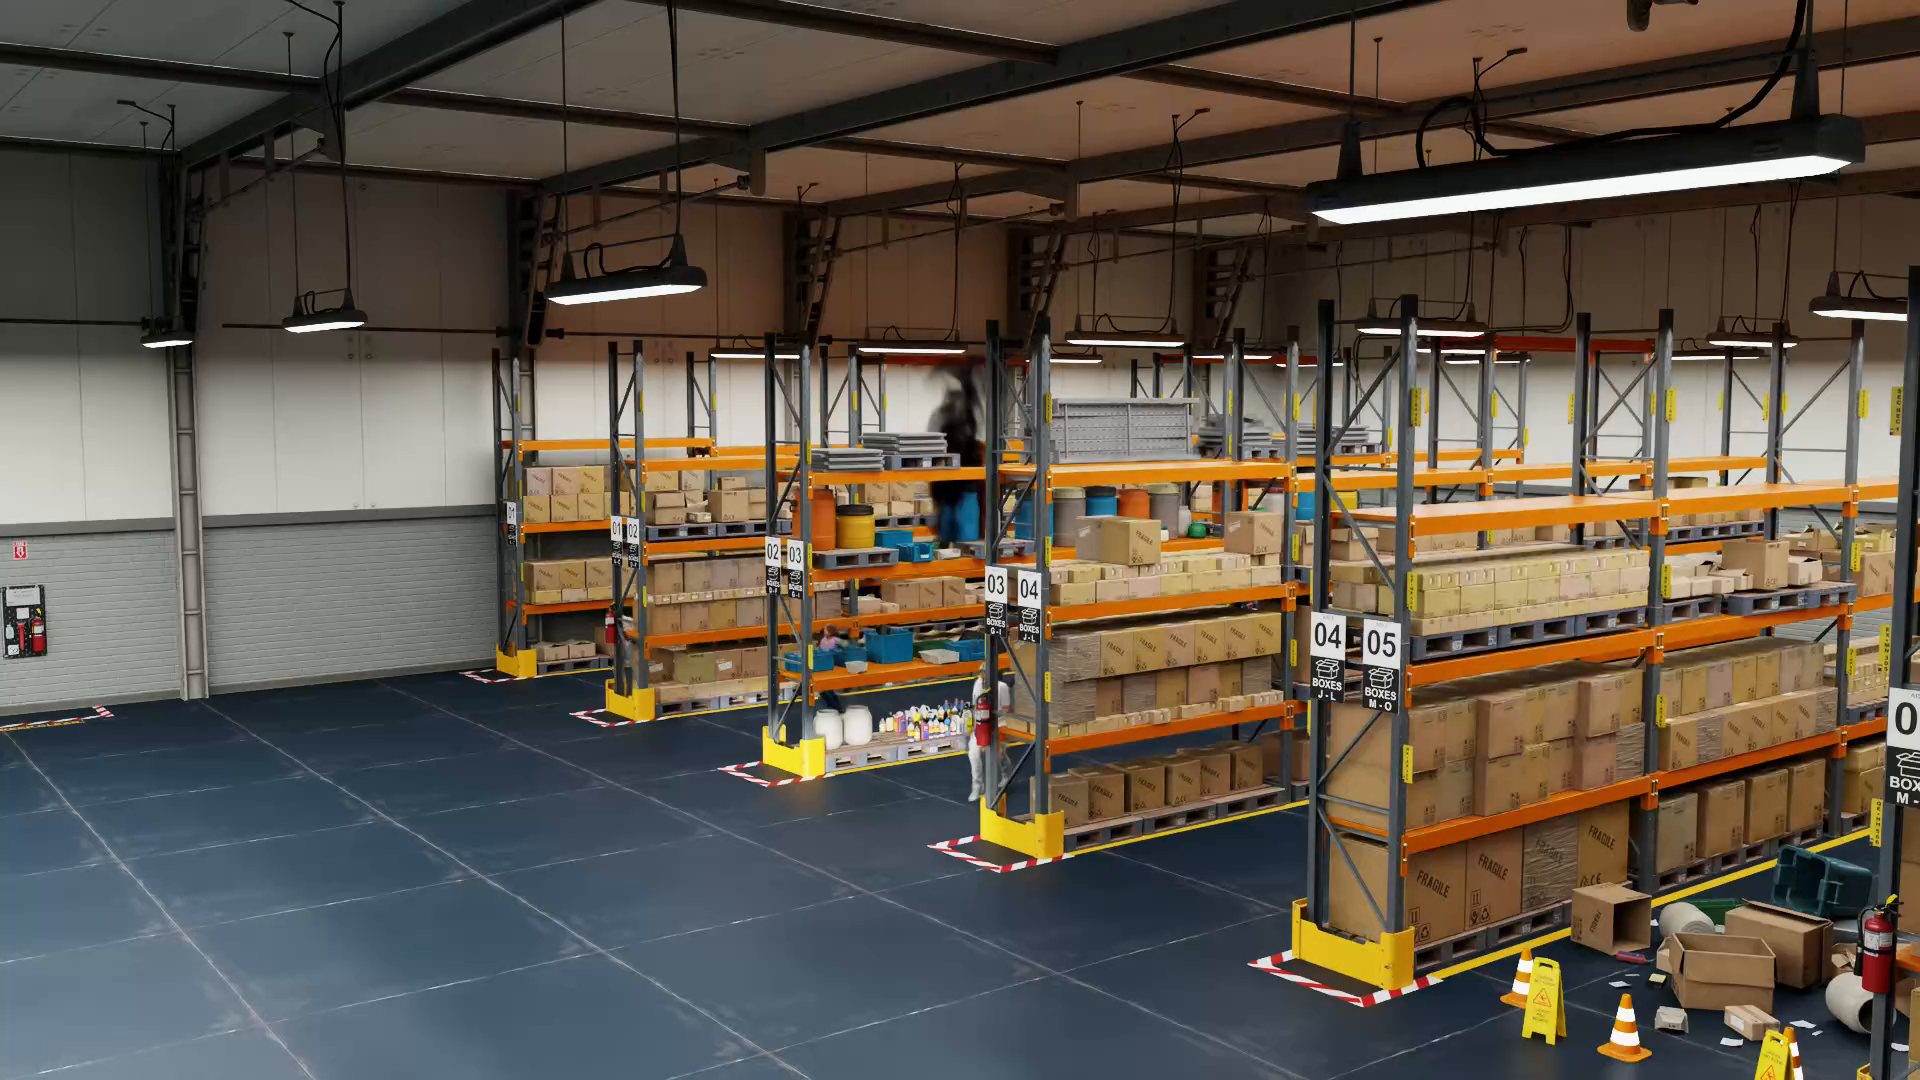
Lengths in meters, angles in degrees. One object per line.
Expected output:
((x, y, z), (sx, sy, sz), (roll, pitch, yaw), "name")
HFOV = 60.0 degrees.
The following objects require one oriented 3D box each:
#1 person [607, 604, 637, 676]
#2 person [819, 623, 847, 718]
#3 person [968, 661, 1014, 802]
((-5.749, 1.866, 28.807), (0.655, 1.628, 0.968), (3, 6, 32), "person")
((-2.034, 2.088, 25.949), (0.508, 1.604, 0.667), (5, 7, 45), "person")
((0.407, 2.423, 21.298), (0.601, 1.818, 0.907), (3, 6, 27), "person")
